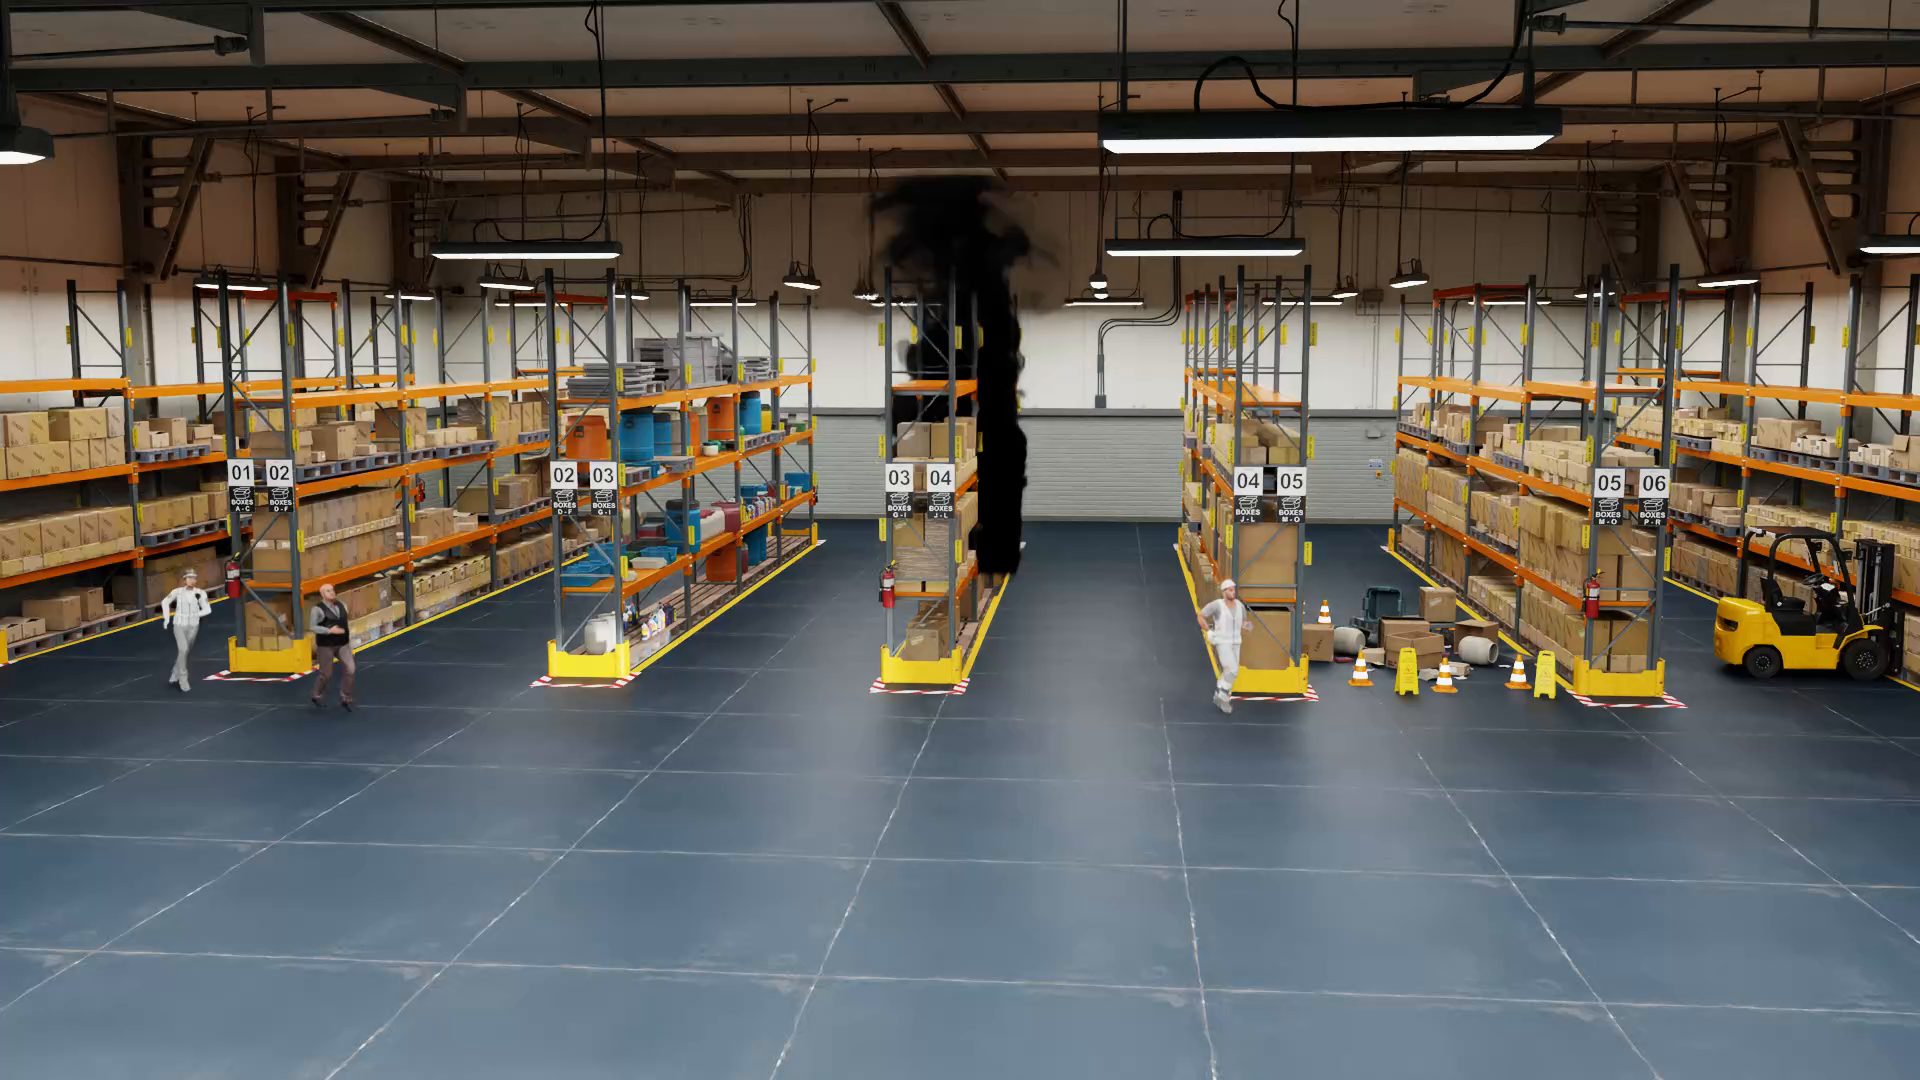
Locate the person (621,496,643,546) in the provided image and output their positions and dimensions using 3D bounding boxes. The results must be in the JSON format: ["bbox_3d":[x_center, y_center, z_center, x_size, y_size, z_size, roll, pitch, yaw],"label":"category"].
[{"bbox_3d":[-7.056,-0.115,35.484,0.583,1.658,0.822,0,7,-4],"label":"person"}]

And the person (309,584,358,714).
[{"bbox_3d":[-8.434,1.460,22.305,0.768,1.773,0.662,5,9,37],"label":"person"}]

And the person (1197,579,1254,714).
[{"bbox_3d":[3.601,1.430,22.277,0.649,1.803,0.679,-4,8,-28],"label":"person"}]

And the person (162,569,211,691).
[{"bbox_3d":[-11.100,1.262,23.940,0.595,1.690,0.795,-6,9,-39],"label":"person"}]
